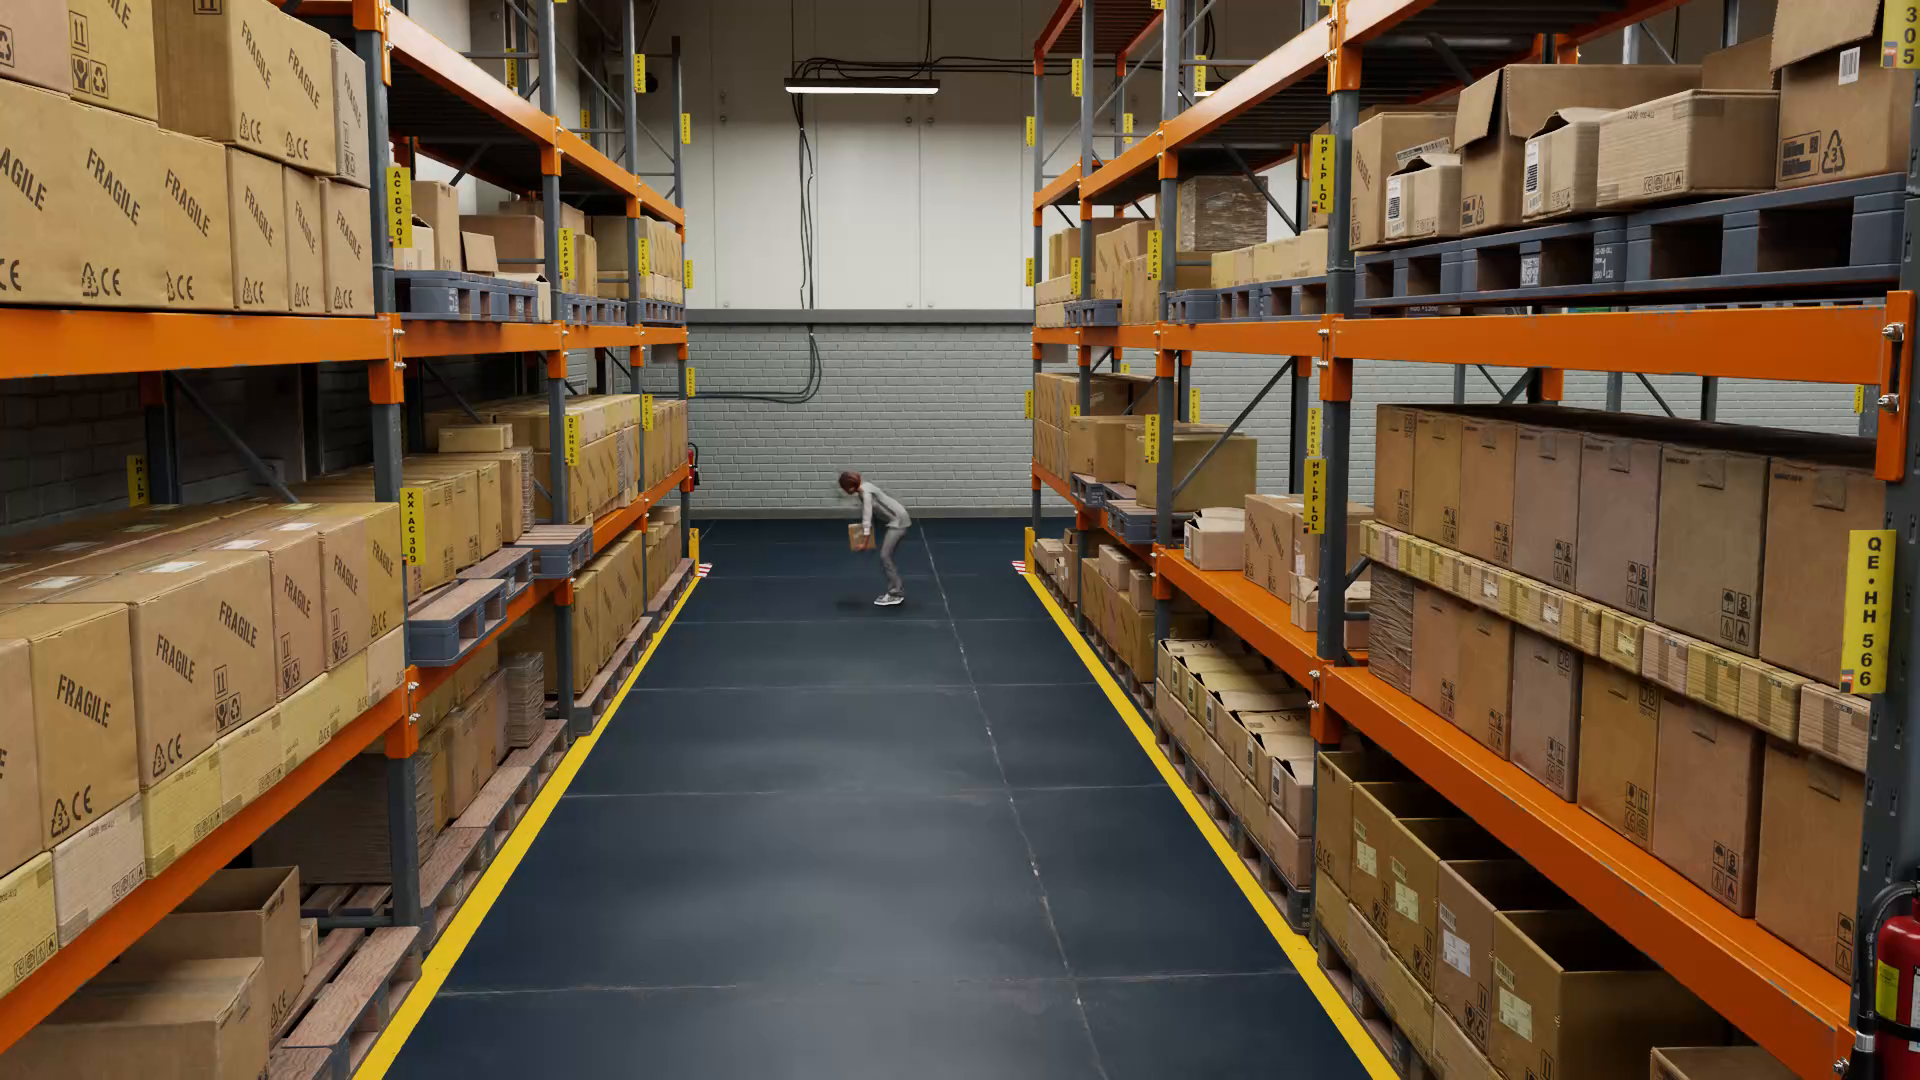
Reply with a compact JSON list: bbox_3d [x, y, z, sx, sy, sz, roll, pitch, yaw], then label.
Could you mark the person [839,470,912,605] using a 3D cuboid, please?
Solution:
[{"bbox_3d":[-0.861,-0.019,16.952,0.737,1.356,0.379,-1,7,-5],"label":"person"}]
